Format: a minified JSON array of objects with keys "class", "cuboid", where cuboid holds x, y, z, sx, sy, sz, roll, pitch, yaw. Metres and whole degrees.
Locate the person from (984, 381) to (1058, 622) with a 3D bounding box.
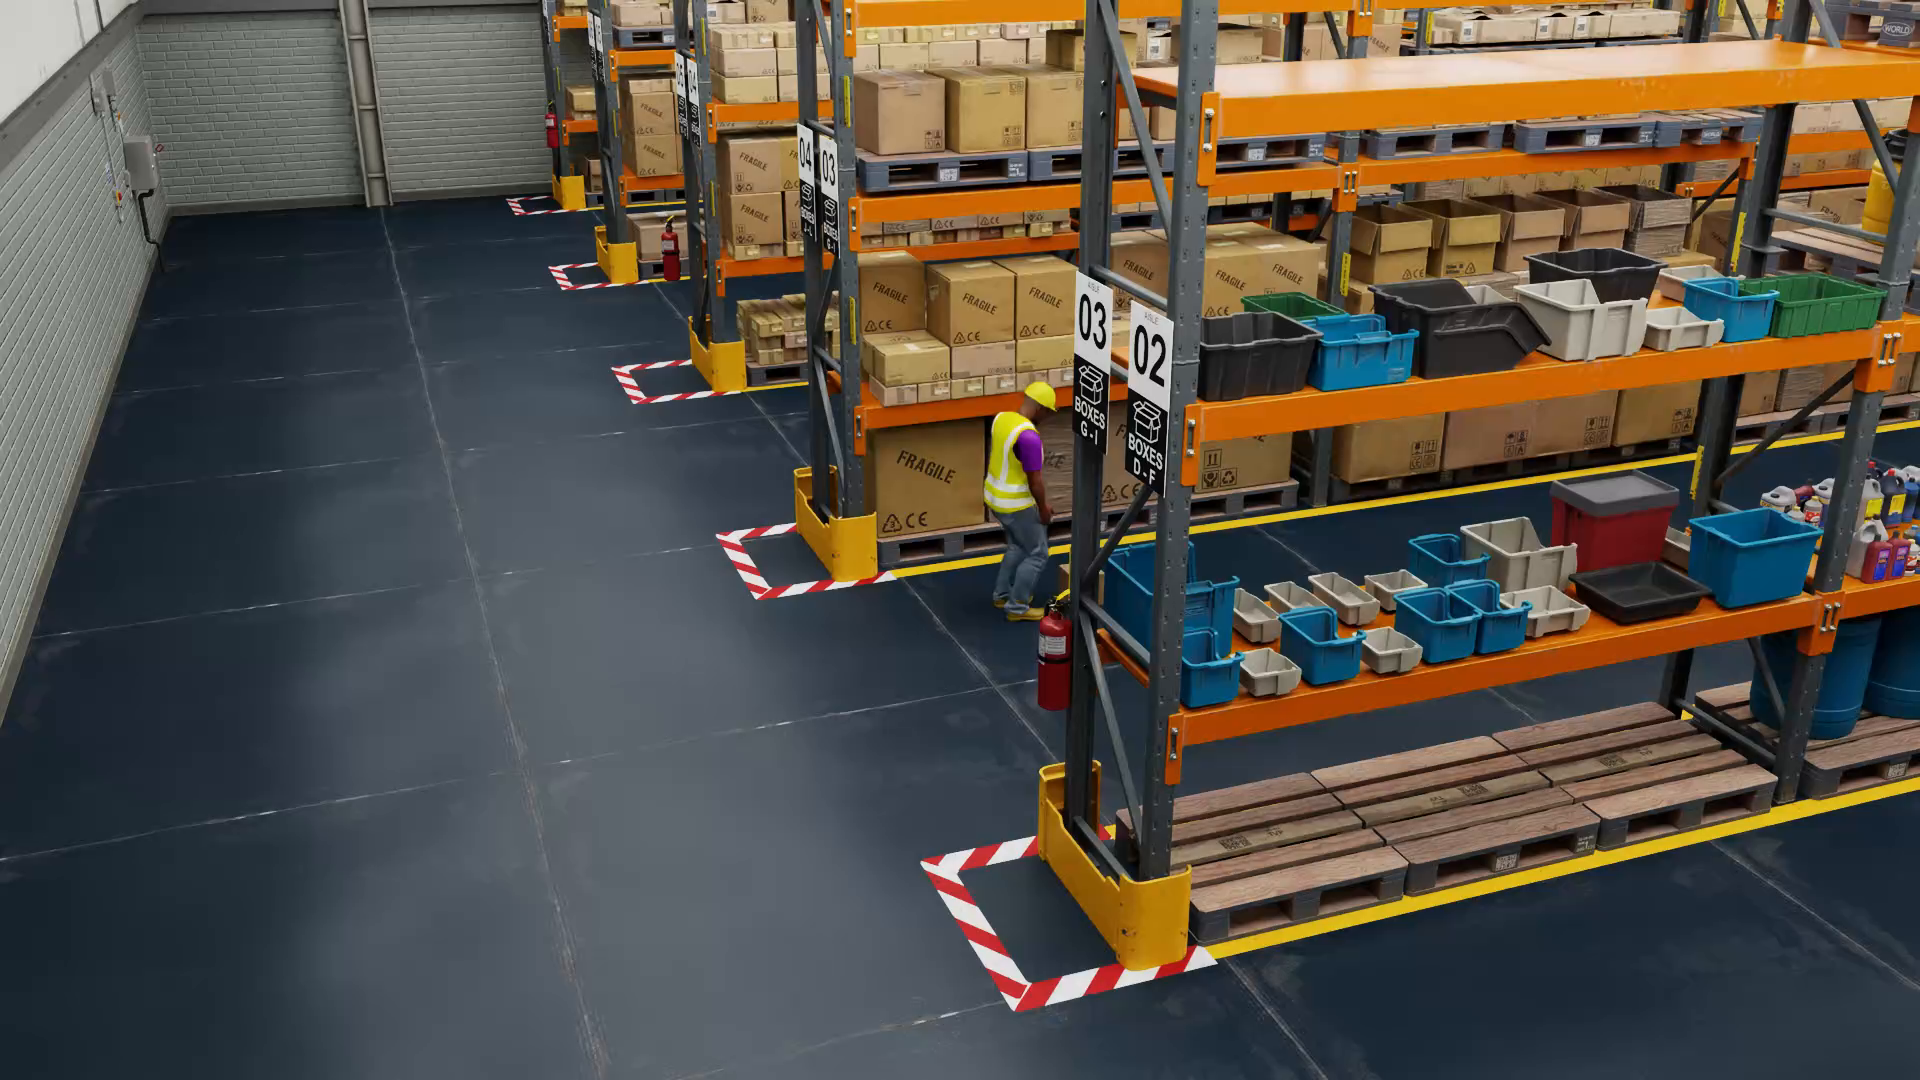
[{"class":"person","cuboid":[0.429,-0.283,11.609,0.511,1.682,0.602,-8,24,-18]}]
